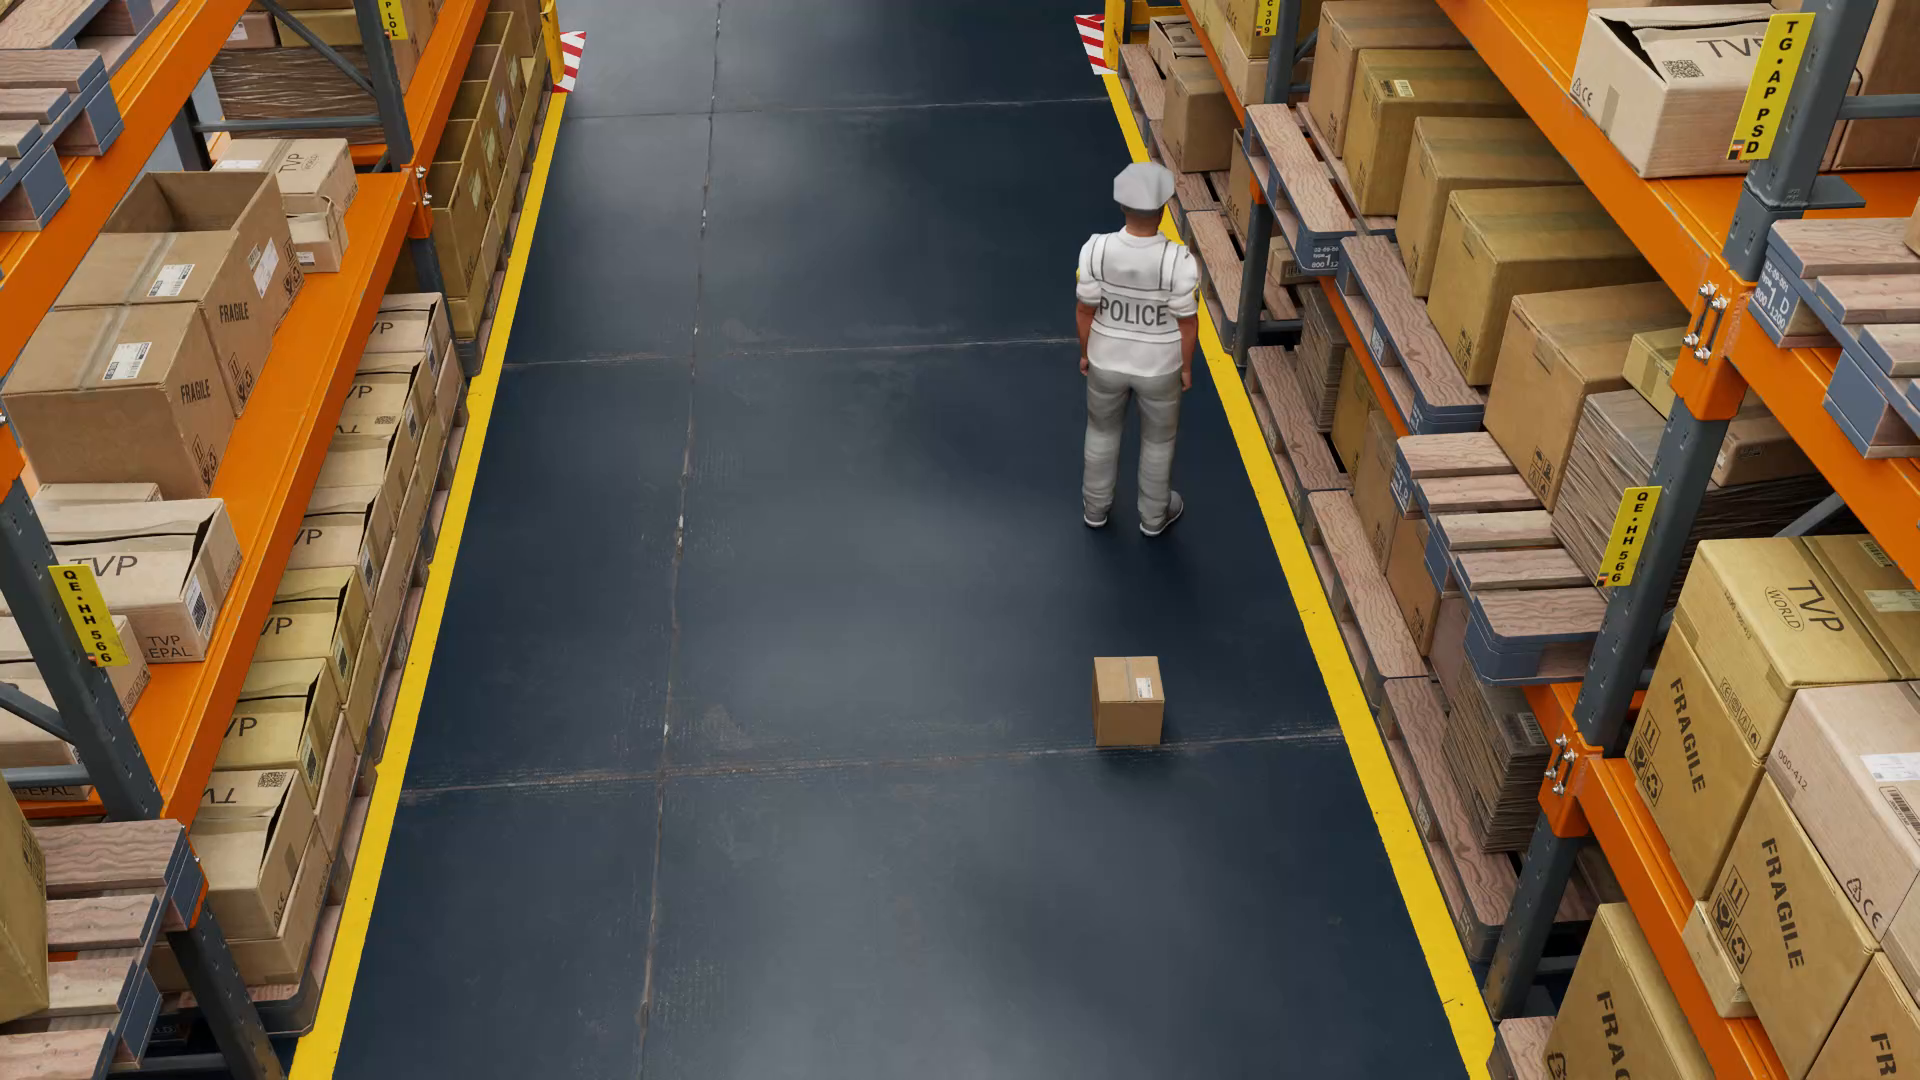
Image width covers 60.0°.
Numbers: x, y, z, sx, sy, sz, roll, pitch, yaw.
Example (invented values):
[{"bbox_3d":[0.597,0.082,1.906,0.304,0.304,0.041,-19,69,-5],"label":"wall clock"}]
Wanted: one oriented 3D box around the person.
[{"bbox_3d":[0.754,-0.790,7.117,0.521,1.770,0.408,10,40,13],"label":"person"}]
